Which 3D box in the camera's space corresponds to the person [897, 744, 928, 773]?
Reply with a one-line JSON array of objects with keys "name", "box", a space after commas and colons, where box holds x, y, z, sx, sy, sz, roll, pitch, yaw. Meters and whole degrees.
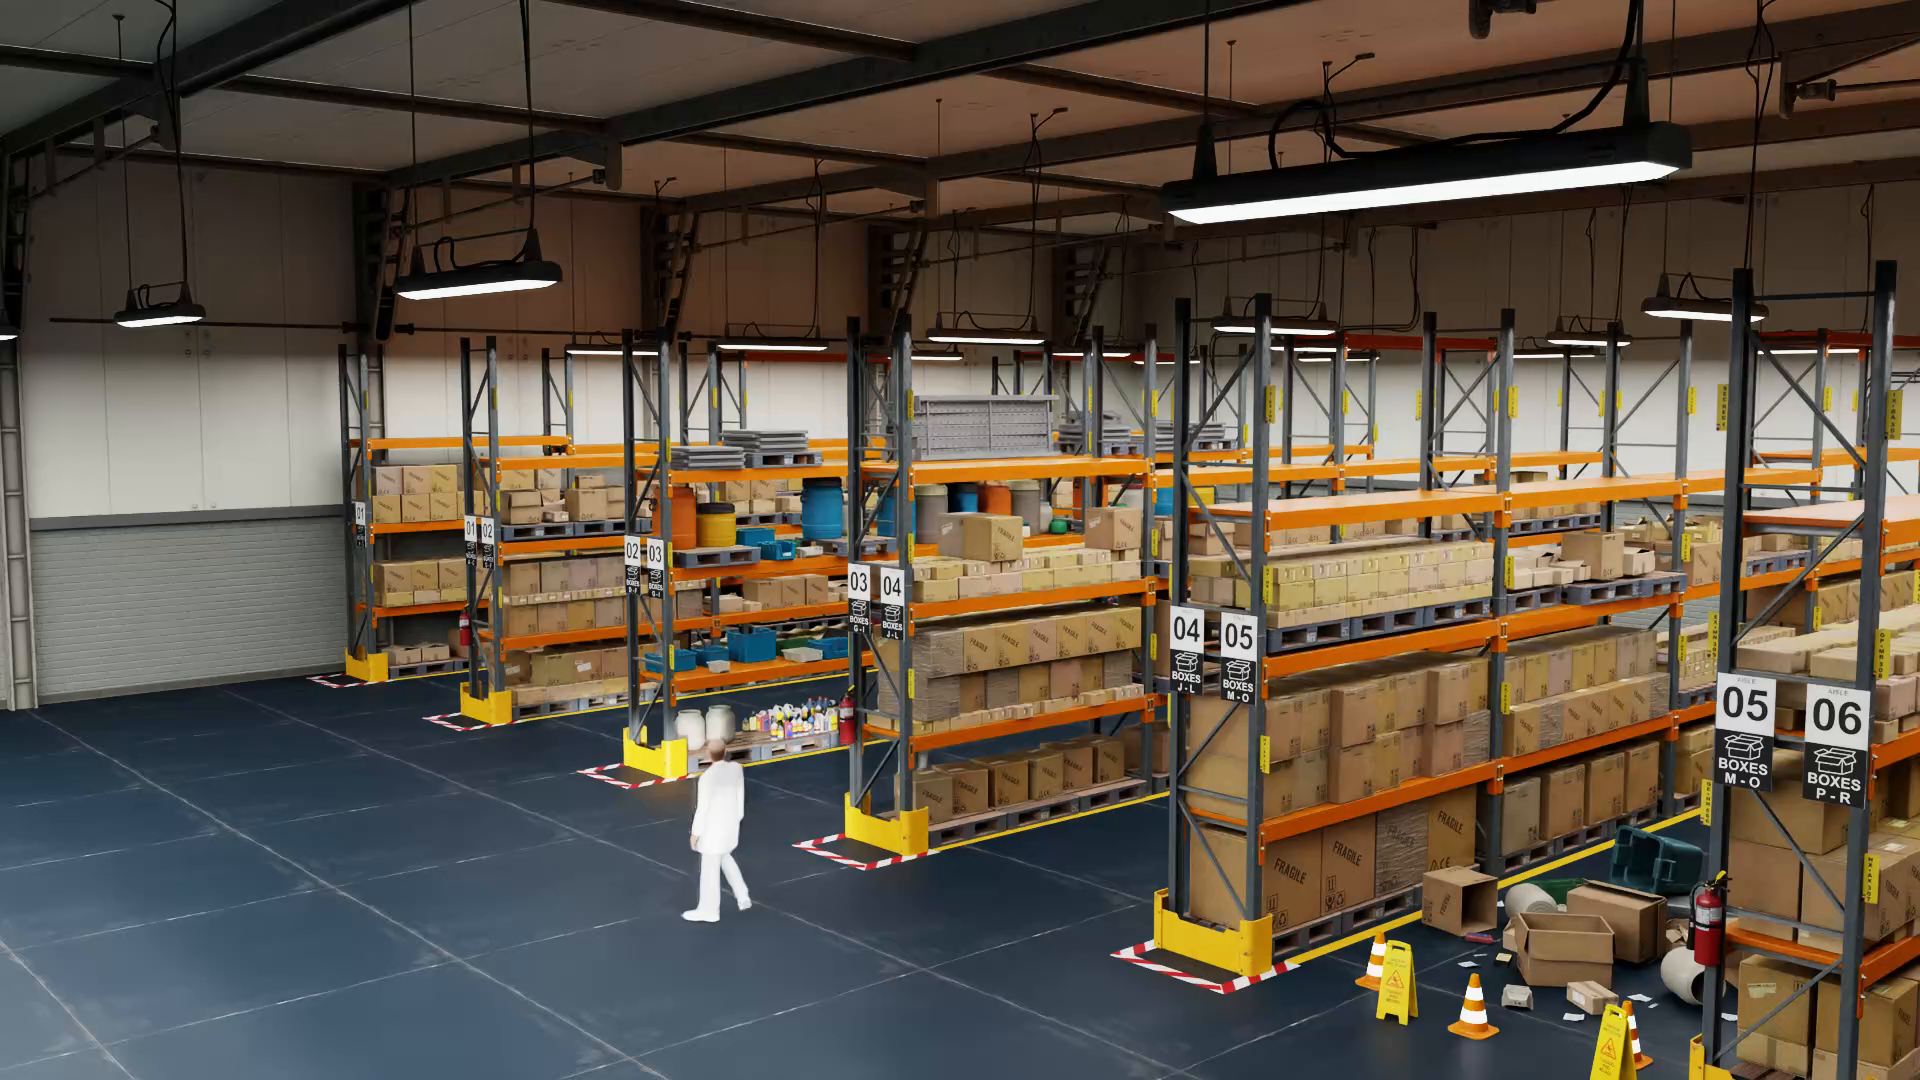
[{"name": "person", "box": [-0.635, 2.453, 21.123, 0.524, 1.746, 0.514, 1, 5, 14]}]

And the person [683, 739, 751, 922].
[{"name": "person", "box": [-2.361, 2.816, 16.280, 0.553, 1.788, 0.676, 2, 6, 26]}]
